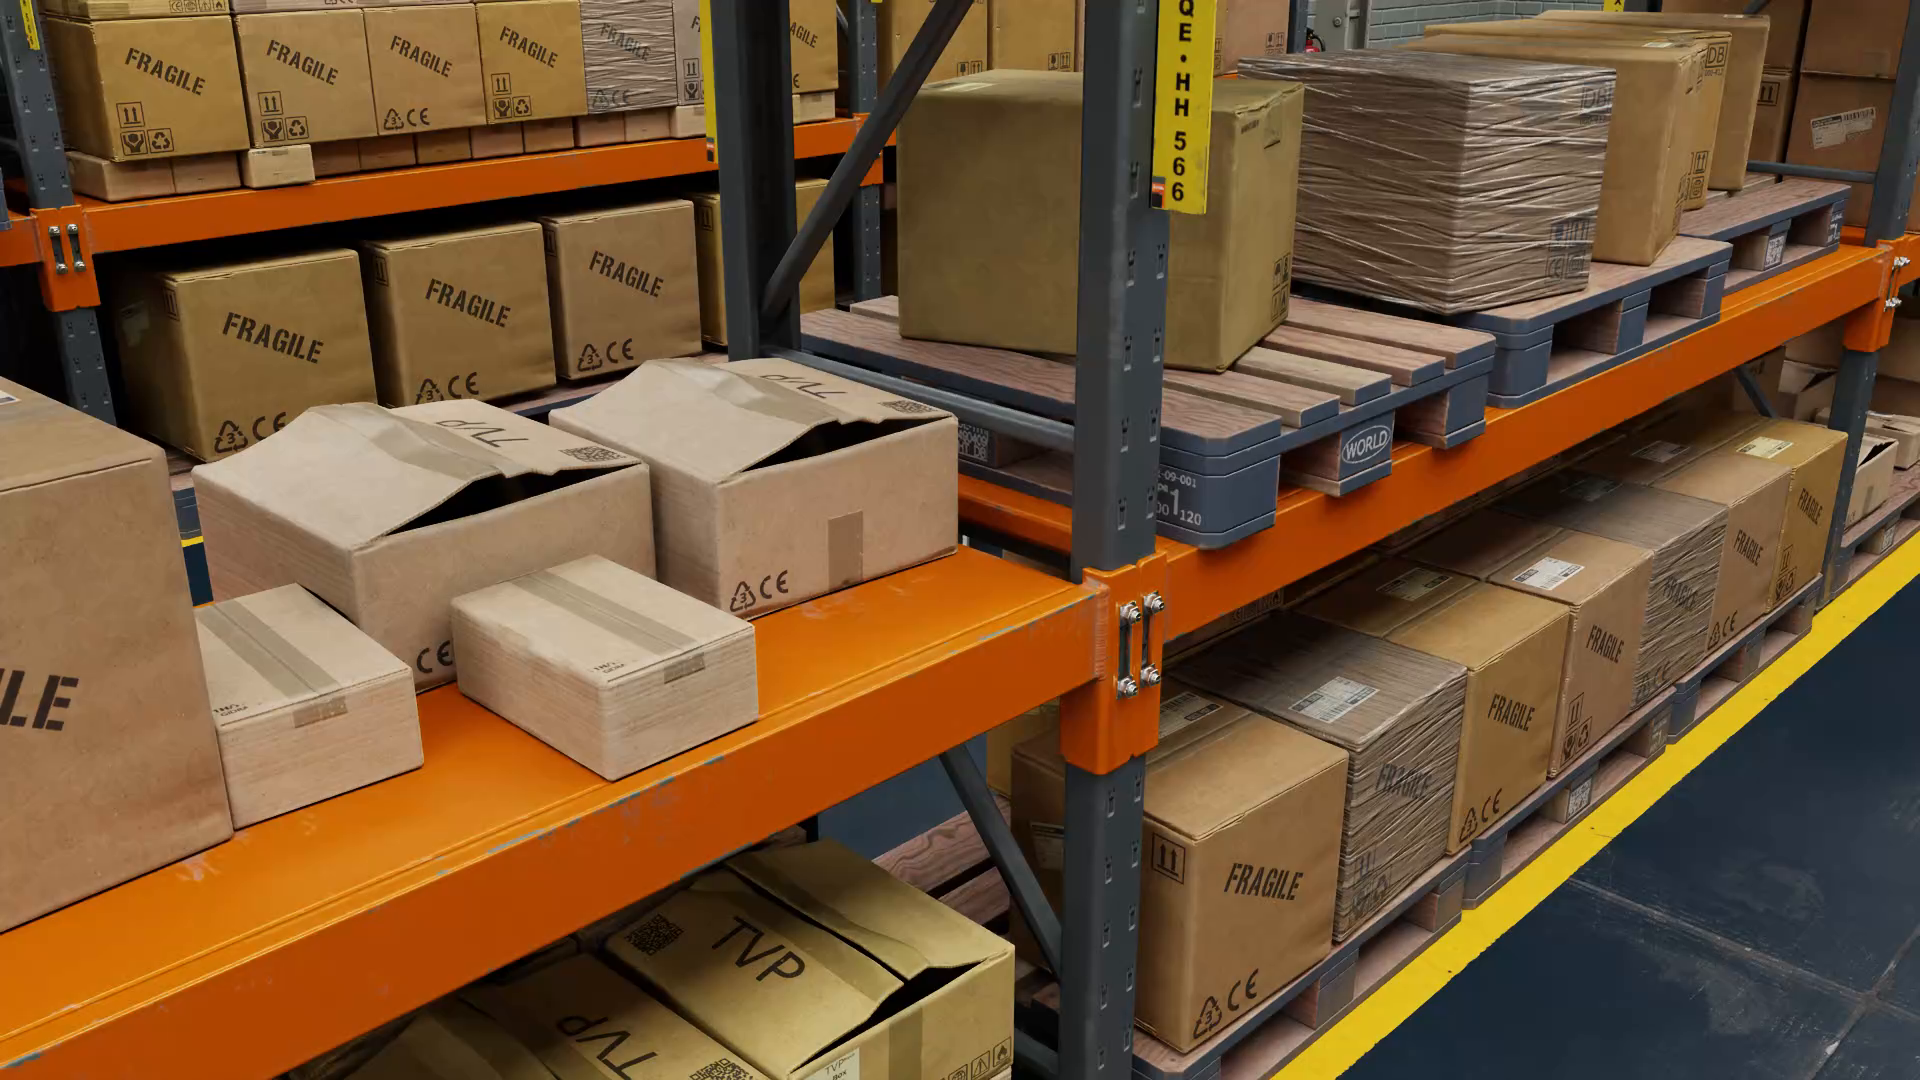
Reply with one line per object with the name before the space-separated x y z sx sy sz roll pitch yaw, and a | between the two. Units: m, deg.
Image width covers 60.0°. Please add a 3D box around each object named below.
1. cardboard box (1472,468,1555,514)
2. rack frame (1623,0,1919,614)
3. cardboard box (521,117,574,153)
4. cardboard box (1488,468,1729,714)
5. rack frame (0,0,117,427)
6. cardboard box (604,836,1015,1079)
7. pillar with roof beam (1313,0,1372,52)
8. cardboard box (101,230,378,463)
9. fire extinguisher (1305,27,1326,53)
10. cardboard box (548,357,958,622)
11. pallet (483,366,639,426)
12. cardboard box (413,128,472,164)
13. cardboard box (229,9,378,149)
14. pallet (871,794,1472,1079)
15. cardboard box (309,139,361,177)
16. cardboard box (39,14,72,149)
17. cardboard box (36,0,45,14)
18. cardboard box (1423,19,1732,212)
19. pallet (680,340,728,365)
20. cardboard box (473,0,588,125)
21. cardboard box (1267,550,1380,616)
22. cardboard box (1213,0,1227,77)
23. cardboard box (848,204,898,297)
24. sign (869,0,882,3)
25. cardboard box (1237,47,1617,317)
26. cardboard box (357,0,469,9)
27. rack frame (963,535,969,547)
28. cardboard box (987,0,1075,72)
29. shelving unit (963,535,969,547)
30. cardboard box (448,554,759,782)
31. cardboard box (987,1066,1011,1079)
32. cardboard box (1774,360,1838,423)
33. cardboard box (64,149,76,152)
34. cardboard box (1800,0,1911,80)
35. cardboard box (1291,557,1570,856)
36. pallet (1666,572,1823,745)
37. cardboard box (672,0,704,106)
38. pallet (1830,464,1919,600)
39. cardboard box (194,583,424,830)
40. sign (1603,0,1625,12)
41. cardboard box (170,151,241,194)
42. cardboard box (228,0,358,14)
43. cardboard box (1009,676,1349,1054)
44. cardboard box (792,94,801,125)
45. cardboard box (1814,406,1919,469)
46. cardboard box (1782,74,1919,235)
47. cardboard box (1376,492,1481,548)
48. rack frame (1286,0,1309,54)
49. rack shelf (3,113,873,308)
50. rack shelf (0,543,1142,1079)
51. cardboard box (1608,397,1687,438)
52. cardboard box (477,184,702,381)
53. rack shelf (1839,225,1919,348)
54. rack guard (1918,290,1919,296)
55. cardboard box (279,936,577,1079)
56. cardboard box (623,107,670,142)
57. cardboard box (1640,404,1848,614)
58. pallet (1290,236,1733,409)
cardboard box | 1.493 0.012 5.234 0.500 0.500 0.500 20 29 41
rack frame | 2.724 -1.280 5.723 1.000 3.000 0.127 19 28 41
cardboard box | -1.973 -1.872 7.586 0.250 0.149 0.380 -19 28 -40
cardboard box | 1.884 0.134 4.916 0.500 0.500 0.500 20 29 41
rack frame | -3.619 -1.490 6.271 1.000 3.000 0.127 19 28 41
cardboard box | -0.256 0.771 2.854 0.500 0.311 0.500 -19 28 -41
pillar with roof beam | 6.310 -6.180 10.111 9.100 9.000 0.400 19 28 41
cardboard box | -3.012 -0.839 6.988 0.750 0.750 0.750 19 28 40
fire extinguisher | 2.398 -3.260 11.502 0.296 0.674 0.183 19 28 41
cardboard box | -0.352 -0.127 2.849 0.500 0.311 0.500 -18 27 -39
pallet | -2.164 -0.685 8.061 1.003 0.211 1.213 19 28 41
cardboard box | -2.345 -1.747 7.260 0.250 0.149 0.380 -20 28 -41
cardboard box | -2.724 -1.878 6.698 0.500 0.500 0.500 -19 28 -40
pallet | 0.481 0.868 4.023 1.003 0.211 1.213 19 28 41
cardboard box | -2.708 -1.614 6.916 0.380 0.149 0.250 19 28 40
cardboard box | -3.478 -1.873 6.684 0.500 0.500 0.500 19 28 41
cardboard box | -3.488 -2.217 6.534 0.500 0.250 0.500 -19 28 -41
cardboard box | 1.799 -1.264 4.957 0.500 0.500 0.700 -15 26 -34
pallet | -1.313 -1.000 8.881 1.003 0.211 1.213 19 28 41
cardboard box | -2.020 -2.141 7.383 0.500 0.500 0.500 -19 28 -41
cardboard box | 0.779 0.278 4.542 0.500 0.500 0.500 18 27 39
cardboard box | 1.114 -3.363 10.726 0.980 0.700 0.700 19 28 40
cardboard box | -0.233 -1.714 9.753 0.700 0.500 0.500 20 29 41
sign | -0.433 -2.889 8.406 0.100 0.325 0.005 19 28 41
cardboard box | 1.067 -0.872 3.936 0.500 0.500 0.700 -14 25 -32
cardboard box | -2.397 -2.355 6.894 0.500 0.250 0.500 20 28 41
rack frame | -0.055 -0.540 6.307 0.240 1.200 0.015 19 28 41
cardboard box | 0.075 -2.980 9.729 0.980 0.700 0.700 18 28 39
shelving unit | 0.115 -0.603 6.470 0.258 1.200 0.503 19 28 41
cardboard box | -0.496 0.166 2.311 0.380 0.149 0.250 19 28 41
cardboard box | -0.259 1.032 2.955 0.500 0.250 0.500 -19 28 -41
cardboard box | 3.441 -0.640 7.194 0.500 0.311 0.500 19 28 41
cardboard box | -3.575 -1.530 6.697 0.250 0.149 0.380 -20 28 -41
cardboard box | 3.254 -1.844 5.658 0.500 0.500 0.500 -19 28 -41
cardboard box | 1.170 0.401 4.222 0.500 0.500 0.500 19 28 40
pallet | 2.183 0.241 5.655 1.003 0.211 1.213 19 28 41
cardboard box | -1.319 -2.398 8.051 0.500 0.500 0.500 20 28 41
pallet | 3.203 -0.154 6.682 1.003 0.211 1.213 19 28 41
cardboard box | -0.916 0.208 2.203 0.250 0.149 0.380 -18 27 -38
sign | 2.329 -1.818 5.916 0.100 0.325 0.005 19 28 41
cardboard box | -3.041 -1.472 6.545 0.250 0.149 0.380 -20 29 -41
cardboard box | -2.743 -2.226 6.557 0.500 0.250 0.500 19 28 40
cardboard box | 0.455 0.665 3.536 0.500 0.500 0.500 -19 28 -40
cardboard box | -1.020 -2.182 8.393 0.250 0.149 0.380 -20 28 -41
cardboard box | 3.768 -0.441 6.877 0.380 0.166 0.250 19 28 41
cardboard box | 3.274 -1.389 5.868 0.500 0.500 0.500 -19 28 -41
cardboard box | 1.164 -0.219 4.788 0.500 0.250 0.500 19 28 40
rack frame | 1.962 -3.547 11.621 1.000 3.000 0.127 19 28 41
rack shelf | -2.224 -1.669 7.738 1.077 0.370 4.000 19 28 41
rack shelf | -1.462 0.598 1.839 1.077 0.370 4.000 19 28 41
cardboard box | 2.211 -0.255 5.928 0.500 0.500 0.500 18 27 38
cardboard box | -1.807 -1.282 8.141 0.750 0.750 0.750 -19 28 -40
rack shelf | 4.119 -1.458 7.190 1.077 0.370 4.000 19 28 41
rack guard | 5.461 -1.122 8.796 1.175 0.500 0.348 19 28 41
cardboard box | -1.003 0.773 2.849 0.500 0.311 0.500 18 28 39
cardboard box | -1.594 -1.998 7.914 0.380 0.149 0.250 19 28 41
cardboard box | 2.585 -0.120 5.576 0.500 0.500 0.500 19 28 40
pallet | 1.286 -0.663 4.386 1.003 0.211 1.213 19 28 41
